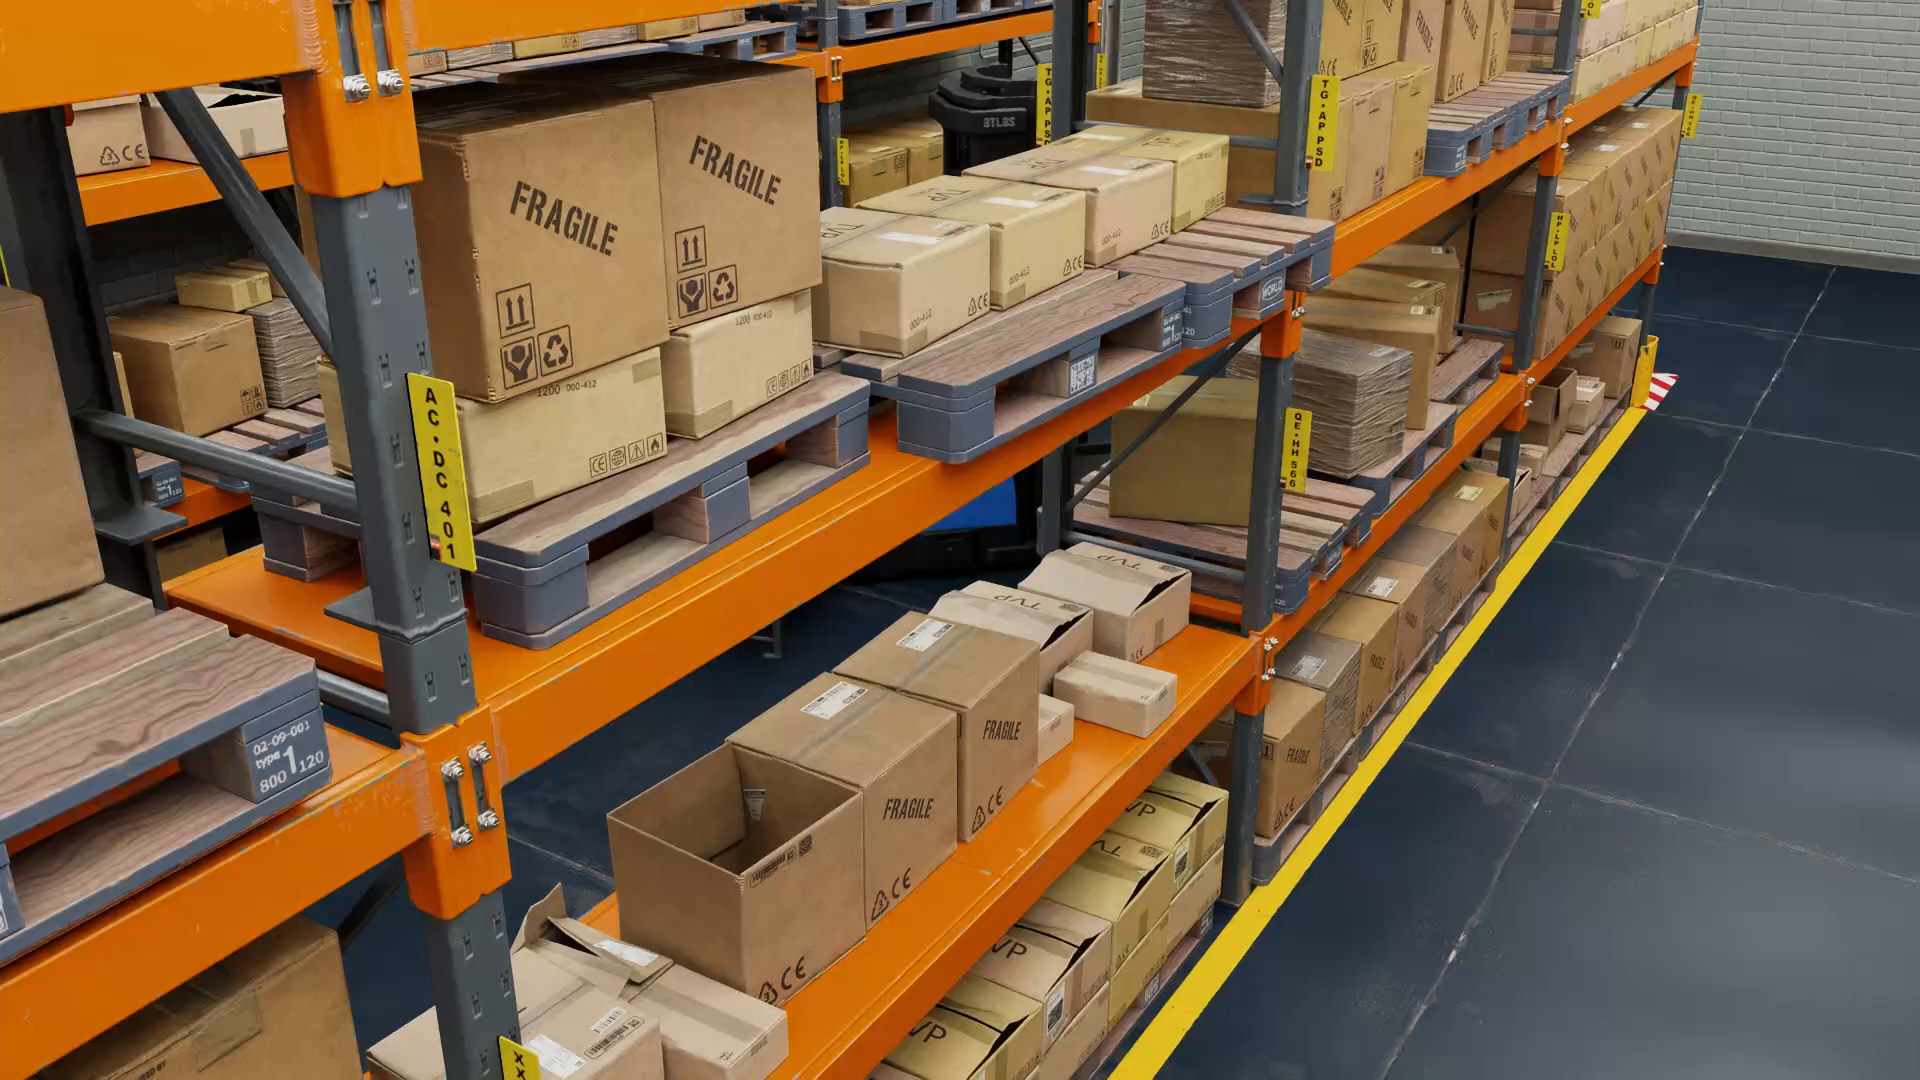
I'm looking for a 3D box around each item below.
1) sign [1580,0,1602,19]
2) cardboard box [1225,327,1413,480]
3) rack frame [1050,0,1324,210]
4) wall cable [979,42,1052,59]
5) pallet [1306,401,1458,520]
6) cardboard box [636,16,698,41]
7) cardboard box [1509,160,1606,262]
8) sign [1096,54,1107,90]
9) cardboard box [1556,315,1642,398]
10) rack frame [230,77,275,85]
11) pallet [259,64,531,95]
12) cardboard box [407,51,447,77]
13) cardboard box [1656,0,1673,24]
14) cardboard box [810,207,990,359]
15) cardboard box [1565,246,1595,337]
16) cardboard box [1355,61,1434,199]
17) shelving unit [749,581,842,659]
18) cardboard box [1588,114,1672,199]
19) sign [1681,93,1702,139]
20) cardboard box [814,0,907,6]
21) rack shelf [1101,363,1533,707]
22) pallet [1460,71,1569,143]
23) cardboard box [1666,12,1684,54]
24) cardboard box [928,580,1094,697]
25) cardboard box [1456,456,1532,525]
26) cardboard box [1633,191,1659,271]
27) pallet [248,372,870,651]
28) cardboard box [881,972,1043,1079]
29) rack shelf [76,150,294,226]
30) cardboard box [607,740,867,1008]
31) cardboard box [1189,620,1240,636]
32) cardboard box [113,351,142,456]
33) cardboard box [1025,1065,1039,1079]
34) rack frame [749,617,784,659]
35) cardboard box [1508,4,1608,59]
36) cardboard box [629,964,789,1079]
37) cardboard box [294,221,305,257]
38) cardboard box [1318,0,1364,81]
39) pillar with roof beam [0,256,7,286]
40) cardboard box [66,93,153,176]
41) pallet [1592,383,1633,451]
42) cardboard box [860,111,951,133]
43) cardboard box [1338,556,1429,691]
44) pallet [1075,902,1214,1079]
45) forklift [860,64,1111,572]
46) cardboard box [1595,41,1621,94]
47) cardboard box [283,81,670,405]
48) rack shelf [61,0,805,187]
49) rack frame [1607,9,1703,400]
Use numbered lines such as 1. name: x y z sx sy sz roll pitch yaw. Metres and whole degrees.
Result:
1. sign: 3.382 -2.953 8.872 0.100 0.325 0.005 14 27 29
2. cardboard box: 1.680 -0.666 7.859 0.700 0.500 0.500 20 31 39
3. rack frame: 0.799 -2.676 5.605 1.000 3.000 0.127 14 27 29
4. wall cable: 0.680 -4.757 16.683 0.084 1.984 1.851 14 27 29
5. pallet: 1.820 -0.492 8.353 1.003 0.211 1.213 14 27 29
6. cardboard box: -2.098 -3.459 10.509 0.700 0.500 0.500 13 27 28
7. cardboard box: 3.668 -2.052 10.330 0.500 0.500 0.500 13 27 27
8. sign: 1.262 -4.182 14.878 0.100 0.325 0.005 14 27 29
9. cardboard box: 4.941 -1.443 12.900 0.500 0.500 0.500 14 27 29
10. rack frame: -3.412 -3.713 8.000 1.000 3.000 0.127 14 27 29
11. pallet: -3.117 -2.478 9.161 1.213 0.211 1.003 15 28 31
12. cardboard box: -3.210 -2.757 8.887 0.700 0.500 0.500 12 26 25
13. cardboard box: 4.434 -3.597 11.066 0.500 0.250 0.500 14 27 29
14. cardboard box: -0.251 -0.706 4.489 0.500 0.250 0.500 11 26 25
15. cardboard box: 3.676 -1.607 10.561 0.500 0.500 0.500 14 27 30
16. cardboard box: 1.543 -1.847 7.340 0.910 0.500 0.500 14 27 29
17. shelving unit: -1.098 -0.256 9.453 0.538 1.500 1.048 6 24 14
18. cardboard box: 4.752 -2.749 11.941 0.500 0.500 0.500 15 27 30
19. sign: 5.479 -3.176 12.456 0.100 0.325 0.005 14 27 29
20. cardboard box: -0.713 -4.034 12.052 0.500 0.250 0.500 14 27 29
21. rack shelf: 1.854 -0.268 8.499 1.077 0.370 4.000 14 27 29
22. pallet: 2.505 -2.358 8.882 1.213 0.211 1.003 14 27 29
23. cardboard box: 4.698 -3.536 11.555 0.500 0.250 0.500 14 27 29
24. cardboard box: 0.162 0.379 6.211 0.500 0.311 0.500 14 27 28
25. cardboard box: 3.314 -0.337 10.584 0.500 0.311 0.500 14 27 29
26. cardboard box: 4.743 -2.285 12.127 0.500 0.500 0.500 14 27 29
27. pallet: -0.857 -0.162 3.814 0.805 0.209 1.217 13 26 27
28. cardboard box: -0.072 1.632 5.430 0.500 0.311 0.500 15 27 30
29. rack shelf: -4.467 -1.331 7.179 1.077 0.370 4.000 14 27 29
30. cardboard box: -0.615 0.948 4.660 0.500 0.500 0.500 16 28 33
31. cardboard box: 1.119 0.293 7.945 0.500 0.250 0.500 15 28 31
32. cardboard box: -4.290 -0.622 7.731 0.700 0.500 0.500 14 27 29
33. cardboard box: -0.077 1.893 5.534 0.500 0.250 0.500 14 27 30
34. rack frame: -1.228 -0.060 9.002 0.500 1.500 0.032 6 24 14
35. cardboard box: 3.376 -2.922 9.508 0.500 0.250 0.500 14 27 29
36. cardboard box: -0.670 1.286 4.320 0.380 0.149 0.250 14 27 29
37. cardboard box: -3.393 -1.703 9.439 0.500 0.250 0.500 15 27 30
38. cardboard box: 1.303 -2.122 6.717 0.500 0.500 0.500 14 27 29
39. pillar with roof beam: -1.175 -2.553 5.321 9.100 9.000 0.400 14 27 29
40. cardboard box: -4.174 -1.975 7.605 0.797 0.503 0.637 18 29 36
41. pallet: 4.559 -1.048 12.906 1.003 0.211 1.213 14 27 29
42. cardboard box: -0.237 -3.120 13.804 0.980 0.700 0.700 12 26 26
43. cardboard box: 2.093 0.405 8.631 0.500 0.500 0.500 13 27 27
44. pallet: 0.331 1.626 6.727 1.003 0.211 1.213 14 27 29
45. forklift: 0.690 -1.357 10.194 3.031 2.935 1.130 -1 23 -3
46. cardboard box: 3.642 -2.861 9.996 0.500 0.250 0.500 14 27 29
47. cardboard box: -0.953 -0.617 3.341 0.500 0.500 0.500 14 27 30
48. rack shelf: -0.256 -1.487 4.268 1.077 0.370 4.000 14 27 29
49. rack frame: 5.018 -2.623 13.034 1.000 3.000 0.127 14 27 29
